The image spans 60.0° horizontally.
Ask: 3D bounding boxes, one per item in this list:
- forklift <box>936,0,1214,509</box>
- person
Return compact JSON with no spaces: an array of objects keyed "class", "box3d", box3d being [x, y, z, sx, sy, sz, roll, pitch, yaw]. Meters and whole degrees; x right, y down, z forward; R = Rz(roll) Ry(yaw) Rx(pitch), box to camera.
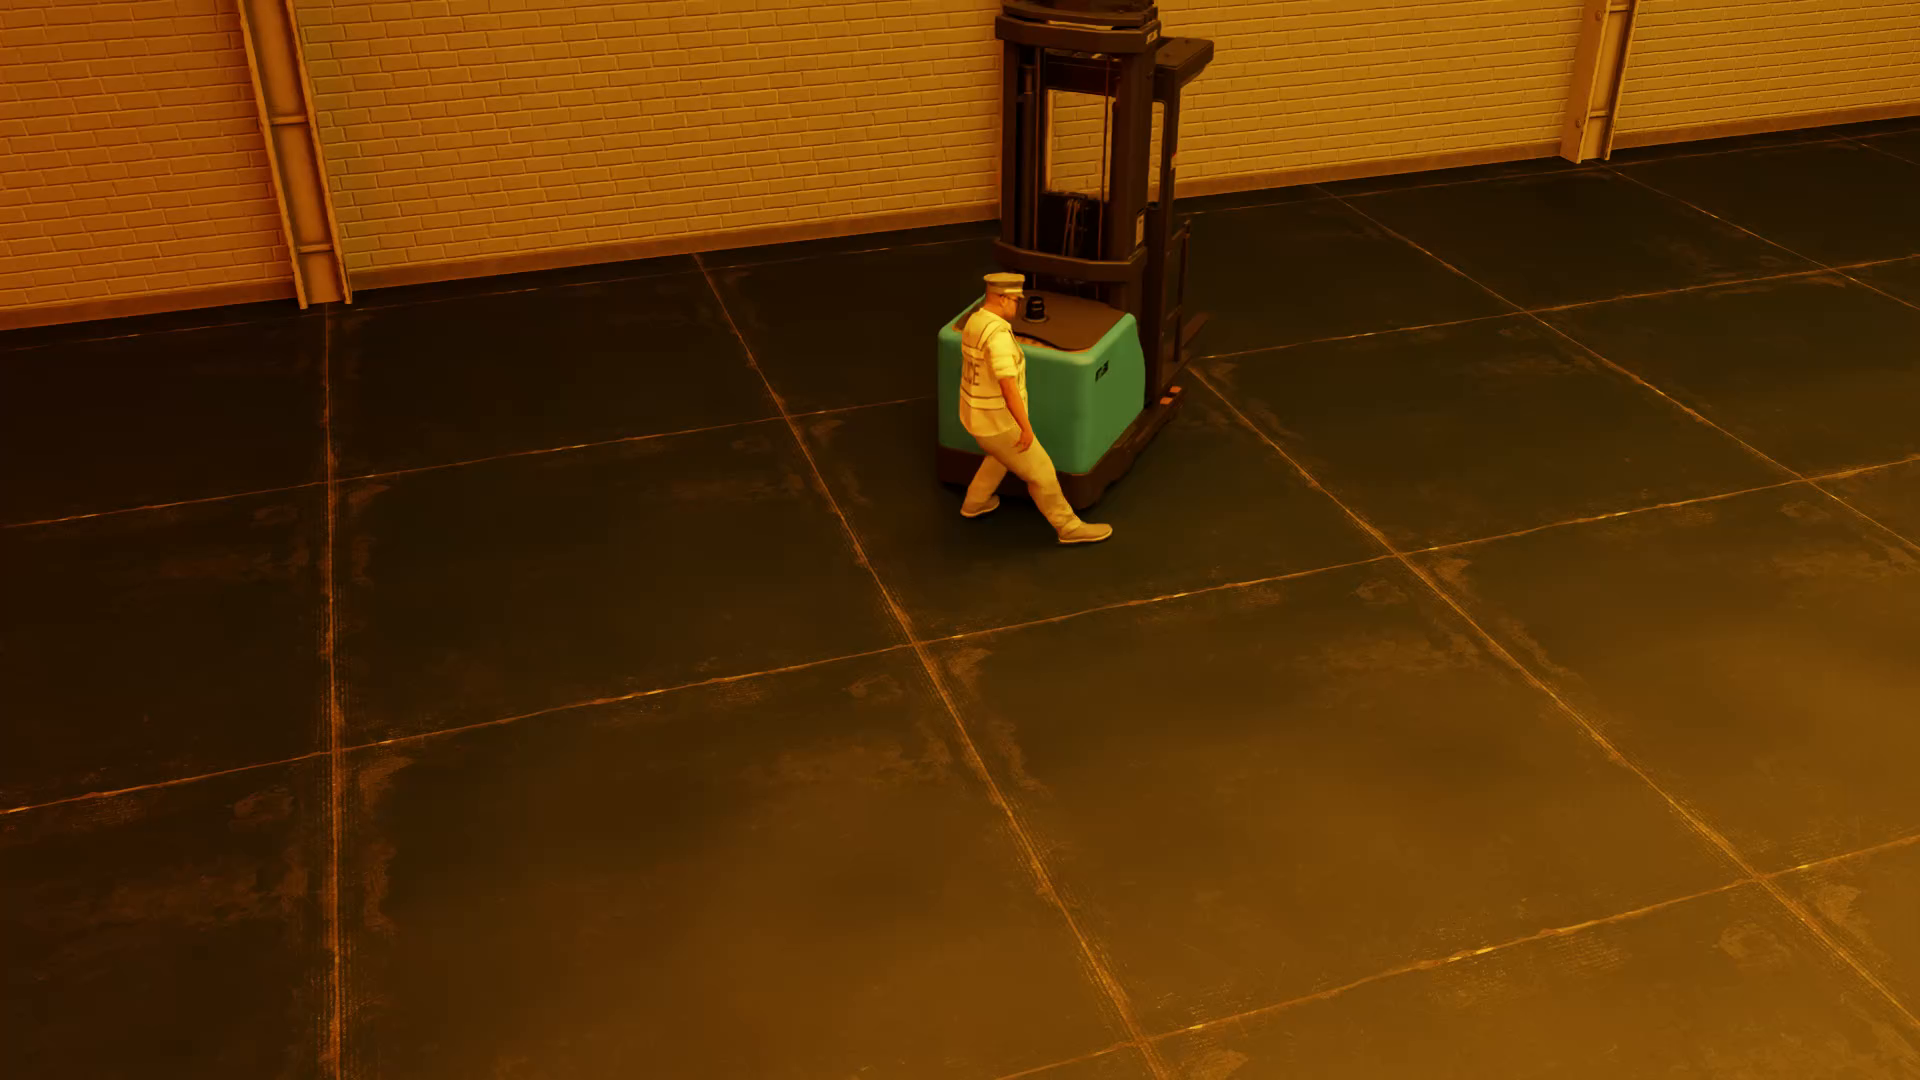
[{"class":"forklift","box3d":[0.933,-2.172,10.862,1.130,2.935,3.031,13,32,22]},{"class":"person","box3d":[0.424,-0.783,9.771,0.868,1.638,0.782,-8,31,-14]}]
